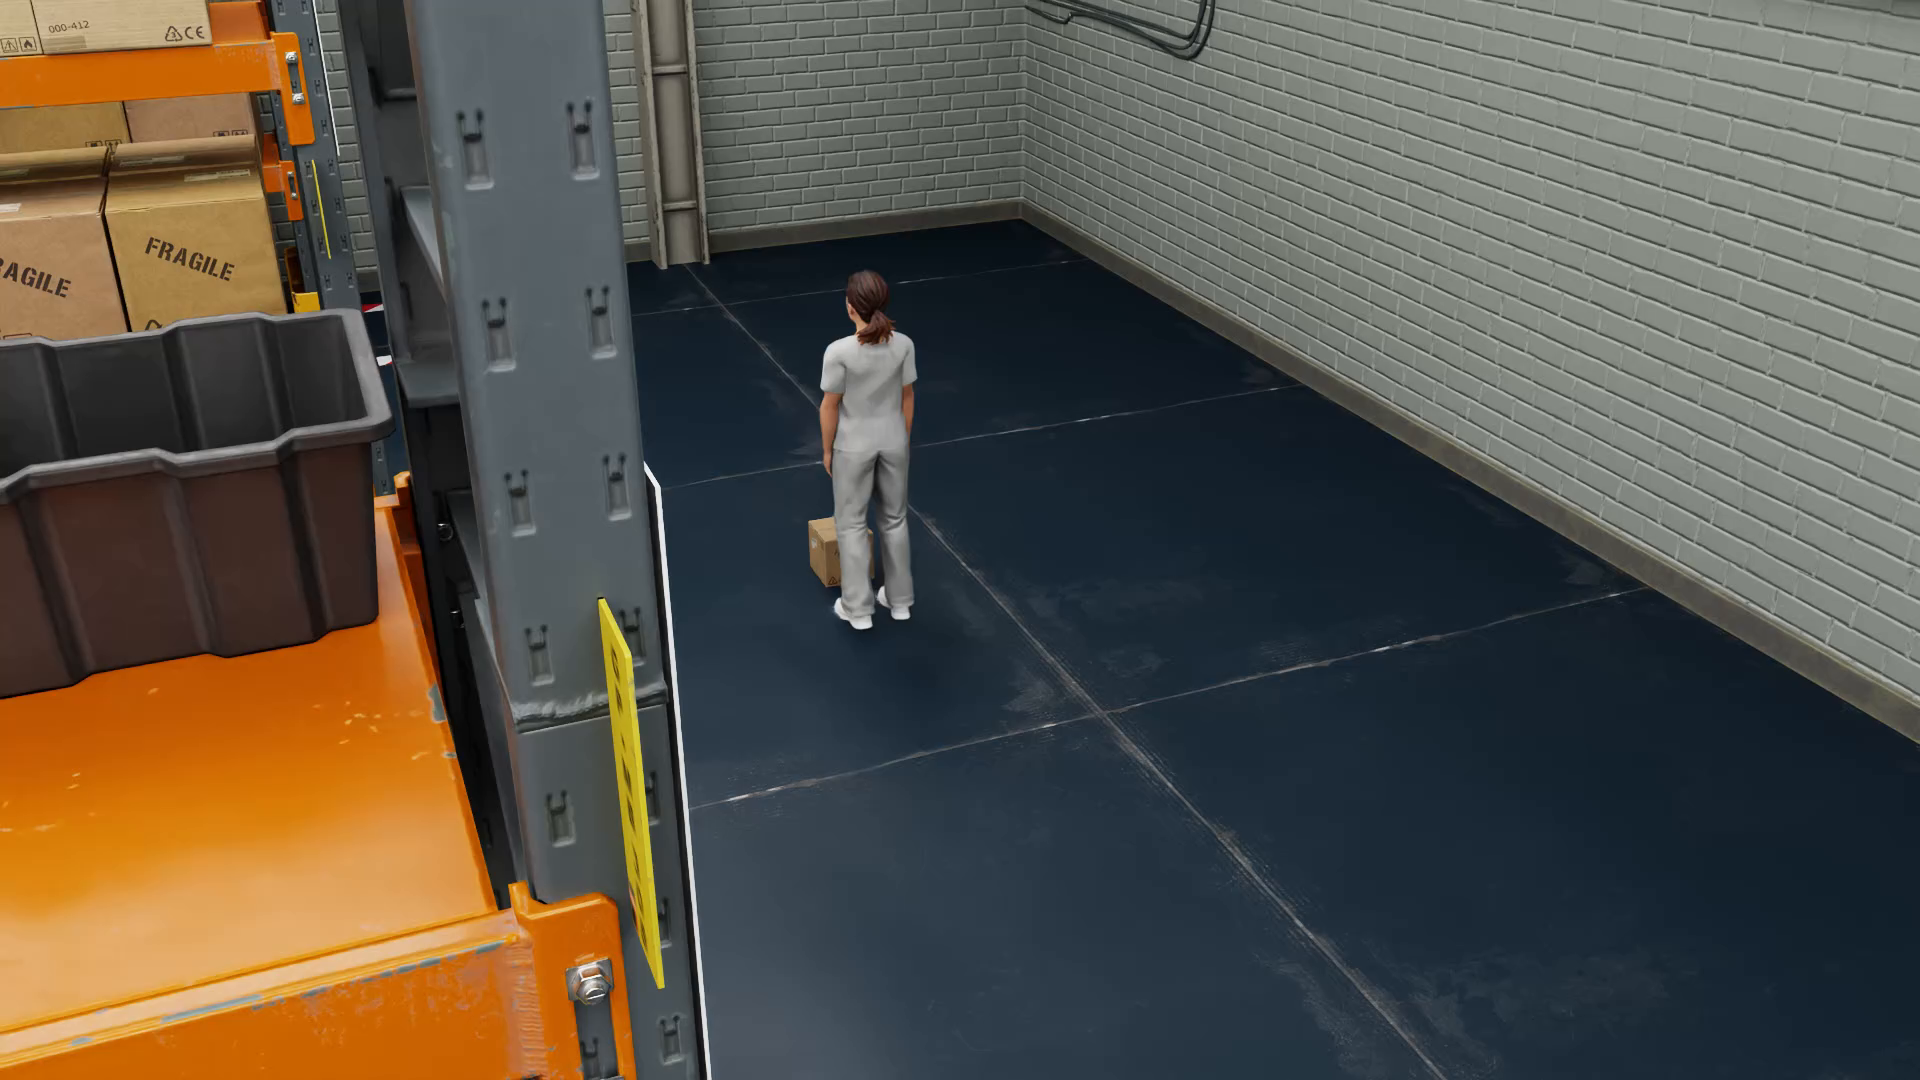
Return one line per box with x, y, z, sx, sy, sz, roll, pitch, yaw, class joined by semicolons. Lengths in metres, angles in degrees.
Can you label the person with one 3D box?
-0.410;-0.386;7.440;0.440;1.658;0.370;-10;28;-19;person
